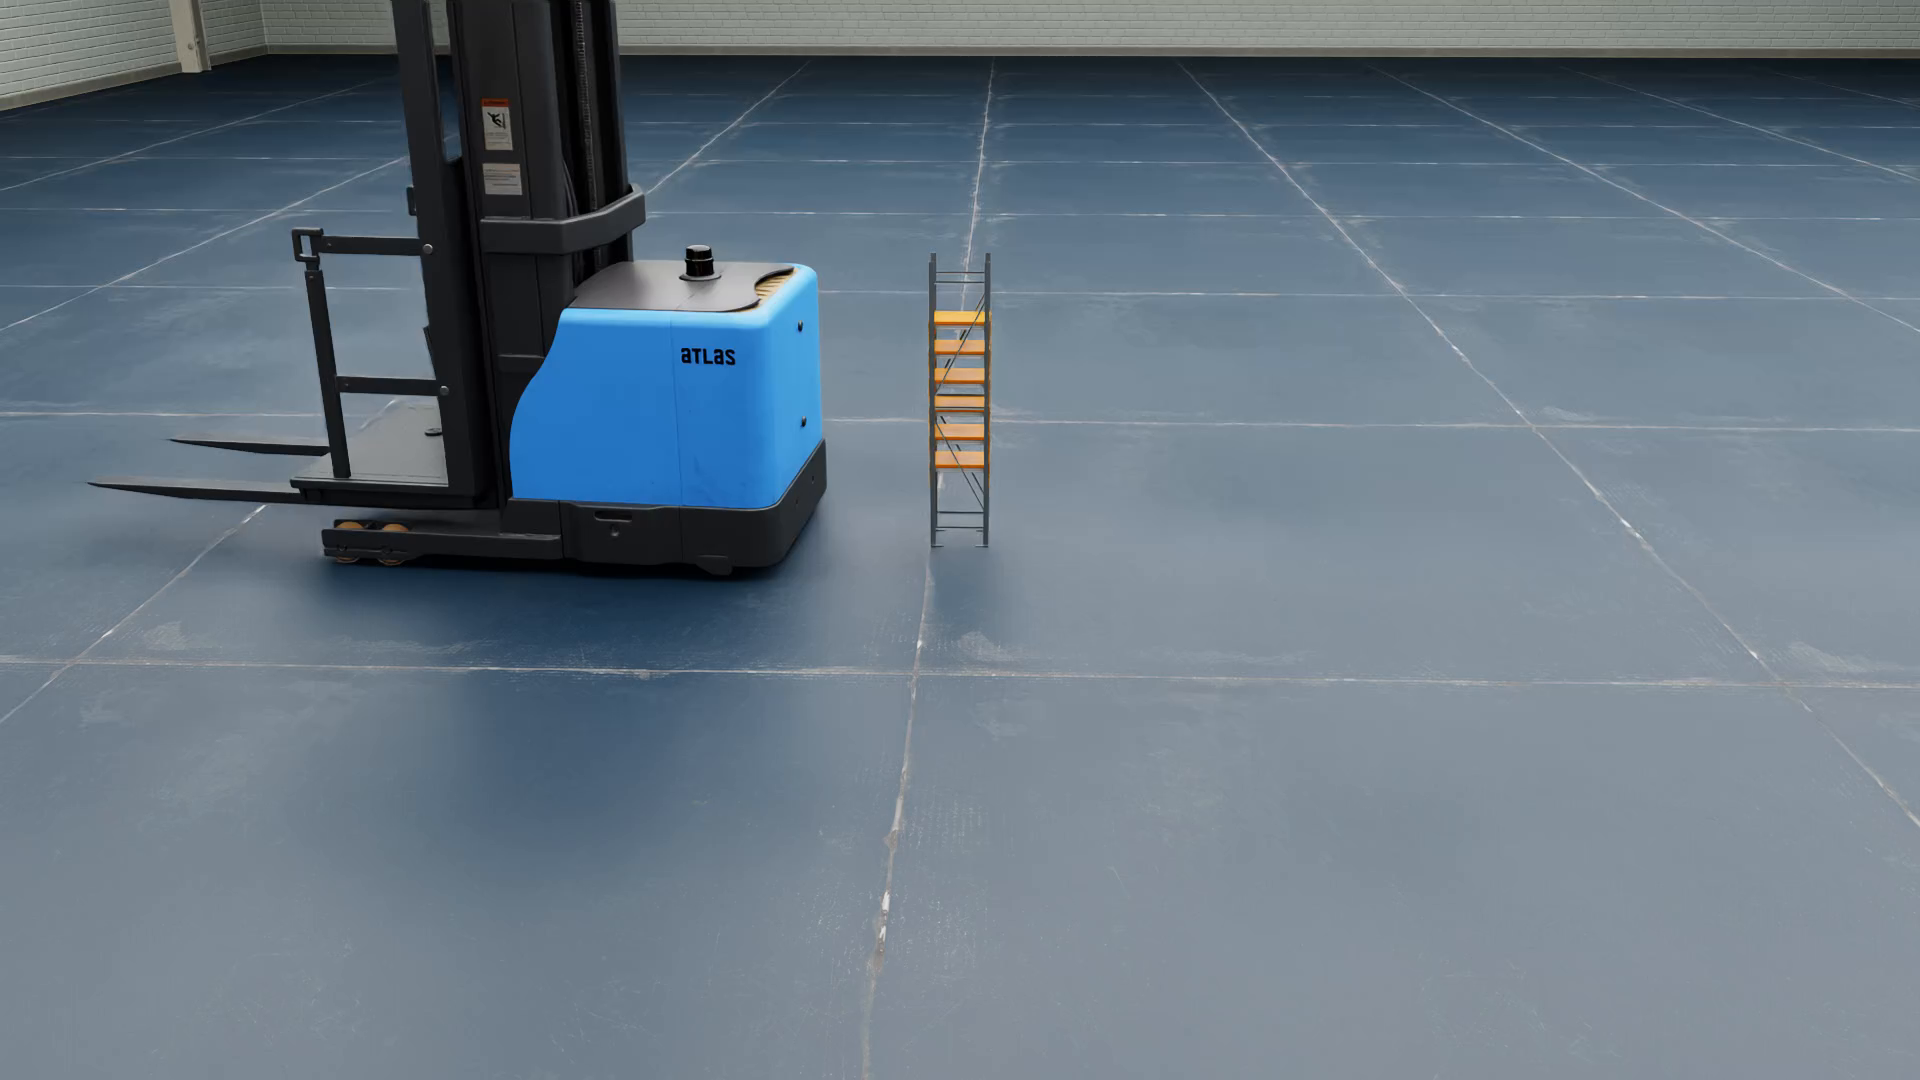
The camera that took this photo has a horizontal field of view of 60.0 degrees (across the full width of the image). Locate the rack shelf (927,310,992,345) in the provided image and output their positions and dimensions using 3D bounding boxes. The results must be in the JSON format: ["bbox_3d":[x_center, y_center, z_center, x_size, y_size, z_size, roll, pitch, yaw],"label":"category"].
[{"bbox_3d":[0.000,-0.859,6.711,0.258,0.103,0.180,1,21,2],"label":"rack shelf"}]

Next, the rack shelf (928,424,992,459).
[{"bbox_3d":[0.000,-0.411,6.885,0.258,0.103,0.180,1,21,2],"label":"rack shelf"}]

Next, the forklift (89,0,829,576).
[{"bbox_3d":[-2.144,-1.447,6.706,3.031,2.935,1.130,3,21,7],"label":"forklift"}]

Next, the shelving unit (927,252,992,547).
[{"bbox_3d":[0.000,-0.565,6.825,0.258,1.200,0.189,1,21,2],"label":"shelving unit"}]

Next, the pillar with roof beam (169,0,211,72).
[{"bbox_3d":[-7.523,-11.407,23.988,9.100,9.000,0.400,1,21,2],"label":"pillar with roof beam"}]

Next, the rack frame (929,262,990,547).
[{"bbox_3d":[-0.002,-0.532,6.740,0.240,1.200,0.006,1,21,2],"label":"rack frame"}]

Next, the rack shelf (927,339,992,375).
[{"bbox_3d":[0.000,-0.747,6.755,0.258,0.103,0.180,1,21,2],"label":"rack shelf"}]

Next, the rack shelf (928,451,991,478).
[{"bbox_3d":[0.000,-0.299,6.928,0.258,0.103,0.180,1,21,2],"label":"rack shelf"}]

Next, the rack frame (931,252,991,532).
[{"bbox_3d":[0.003,-0.598,6.911,0.240,1.200,0.006,1,21,2],"label":"rack frame"}]

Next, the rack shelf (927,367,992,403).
[{"bbox_3d":[0.000,-0.635,6.798,0.258,0.103,0.180,1,21,2],"label":"rack shelf"}]

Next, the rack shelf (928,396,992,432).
[{"bbox_3d":[0.000,-0.523,6.841,0.258,0.103,0.180,1,21,2],"label":"rack shelf"}]
